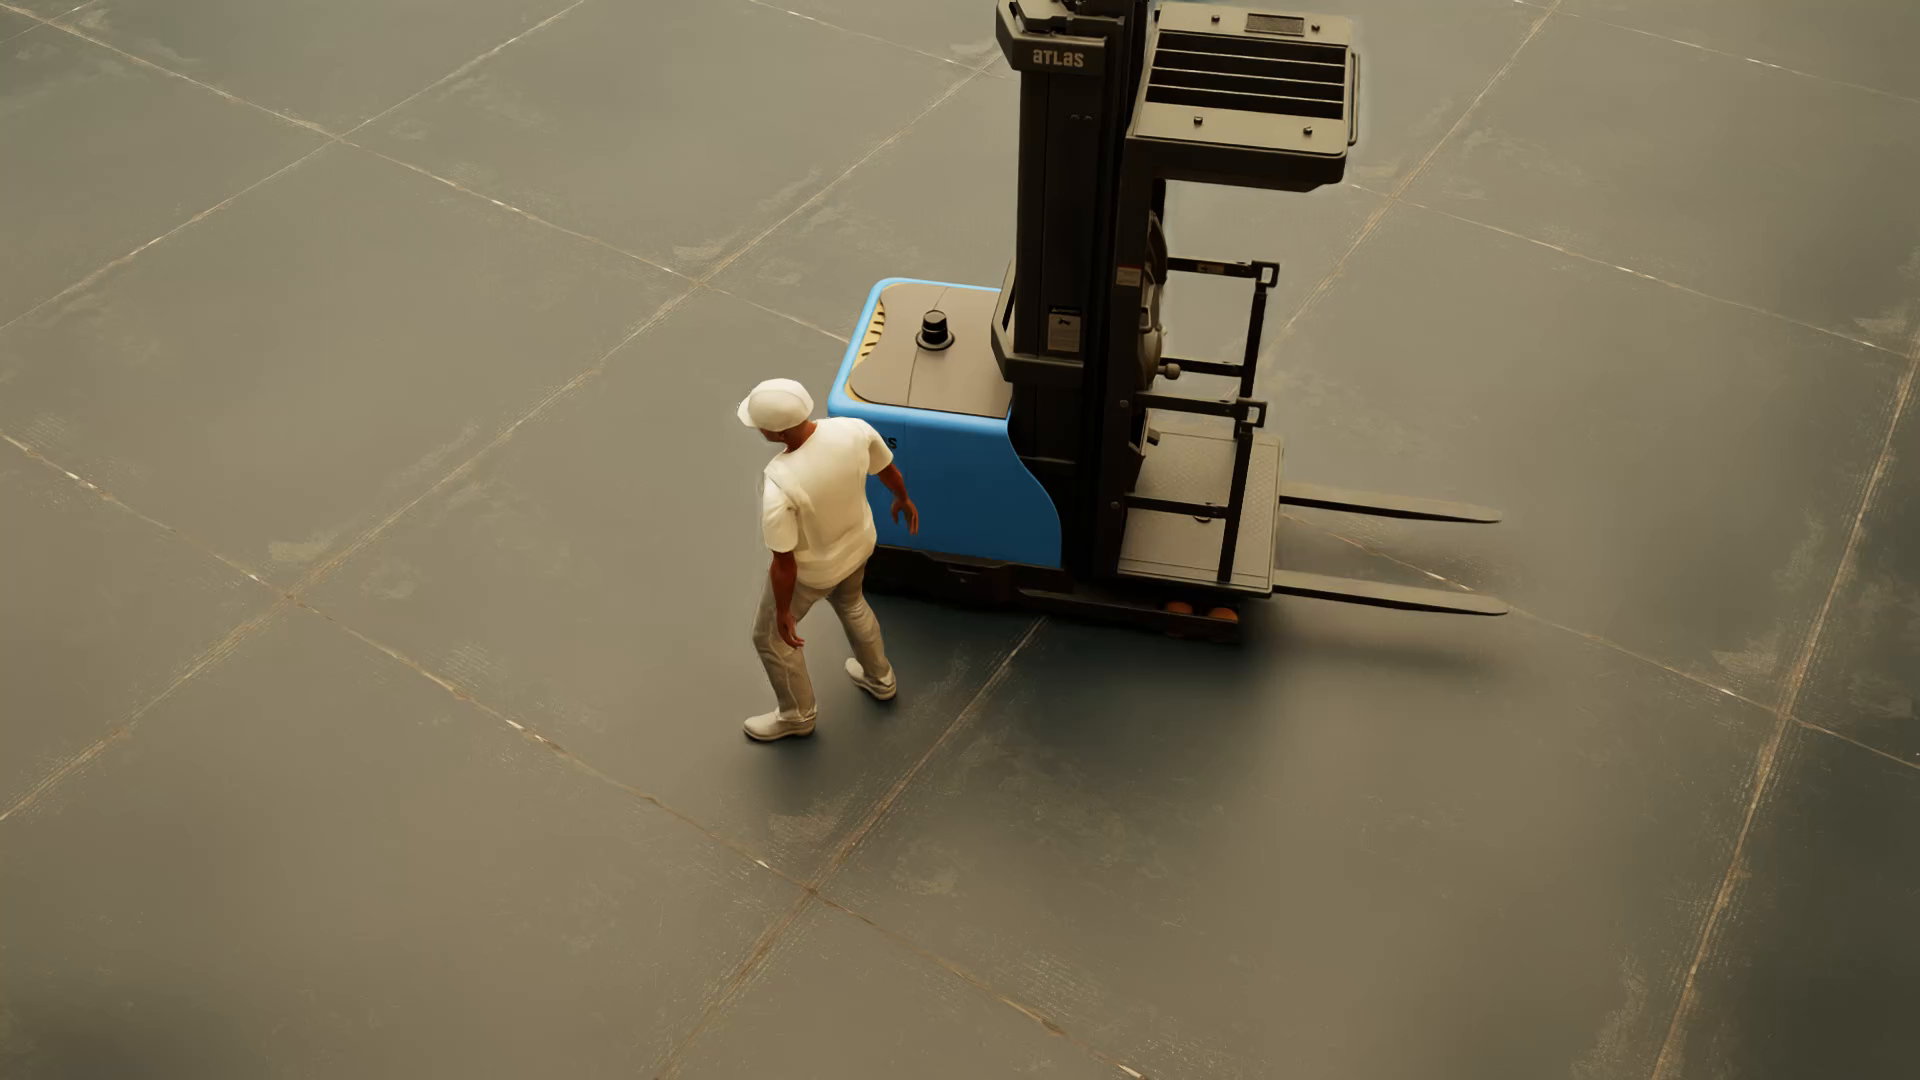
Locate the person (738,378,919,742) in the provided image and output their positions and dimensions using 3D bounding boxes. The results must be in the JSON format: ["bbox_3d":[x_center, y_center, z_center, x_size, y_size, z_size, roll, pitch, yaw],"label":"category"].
[{"bbox_3d":[-0.551,0.038,6.706,0.476,1.732,0.886,31,52,29],"label":"person"}]

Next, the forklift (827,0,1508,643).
[{"bbox_3d":[0.987,-0.999,6.902,3.031,2.935,1.130,7,44,8],"label":"forklift"}]
